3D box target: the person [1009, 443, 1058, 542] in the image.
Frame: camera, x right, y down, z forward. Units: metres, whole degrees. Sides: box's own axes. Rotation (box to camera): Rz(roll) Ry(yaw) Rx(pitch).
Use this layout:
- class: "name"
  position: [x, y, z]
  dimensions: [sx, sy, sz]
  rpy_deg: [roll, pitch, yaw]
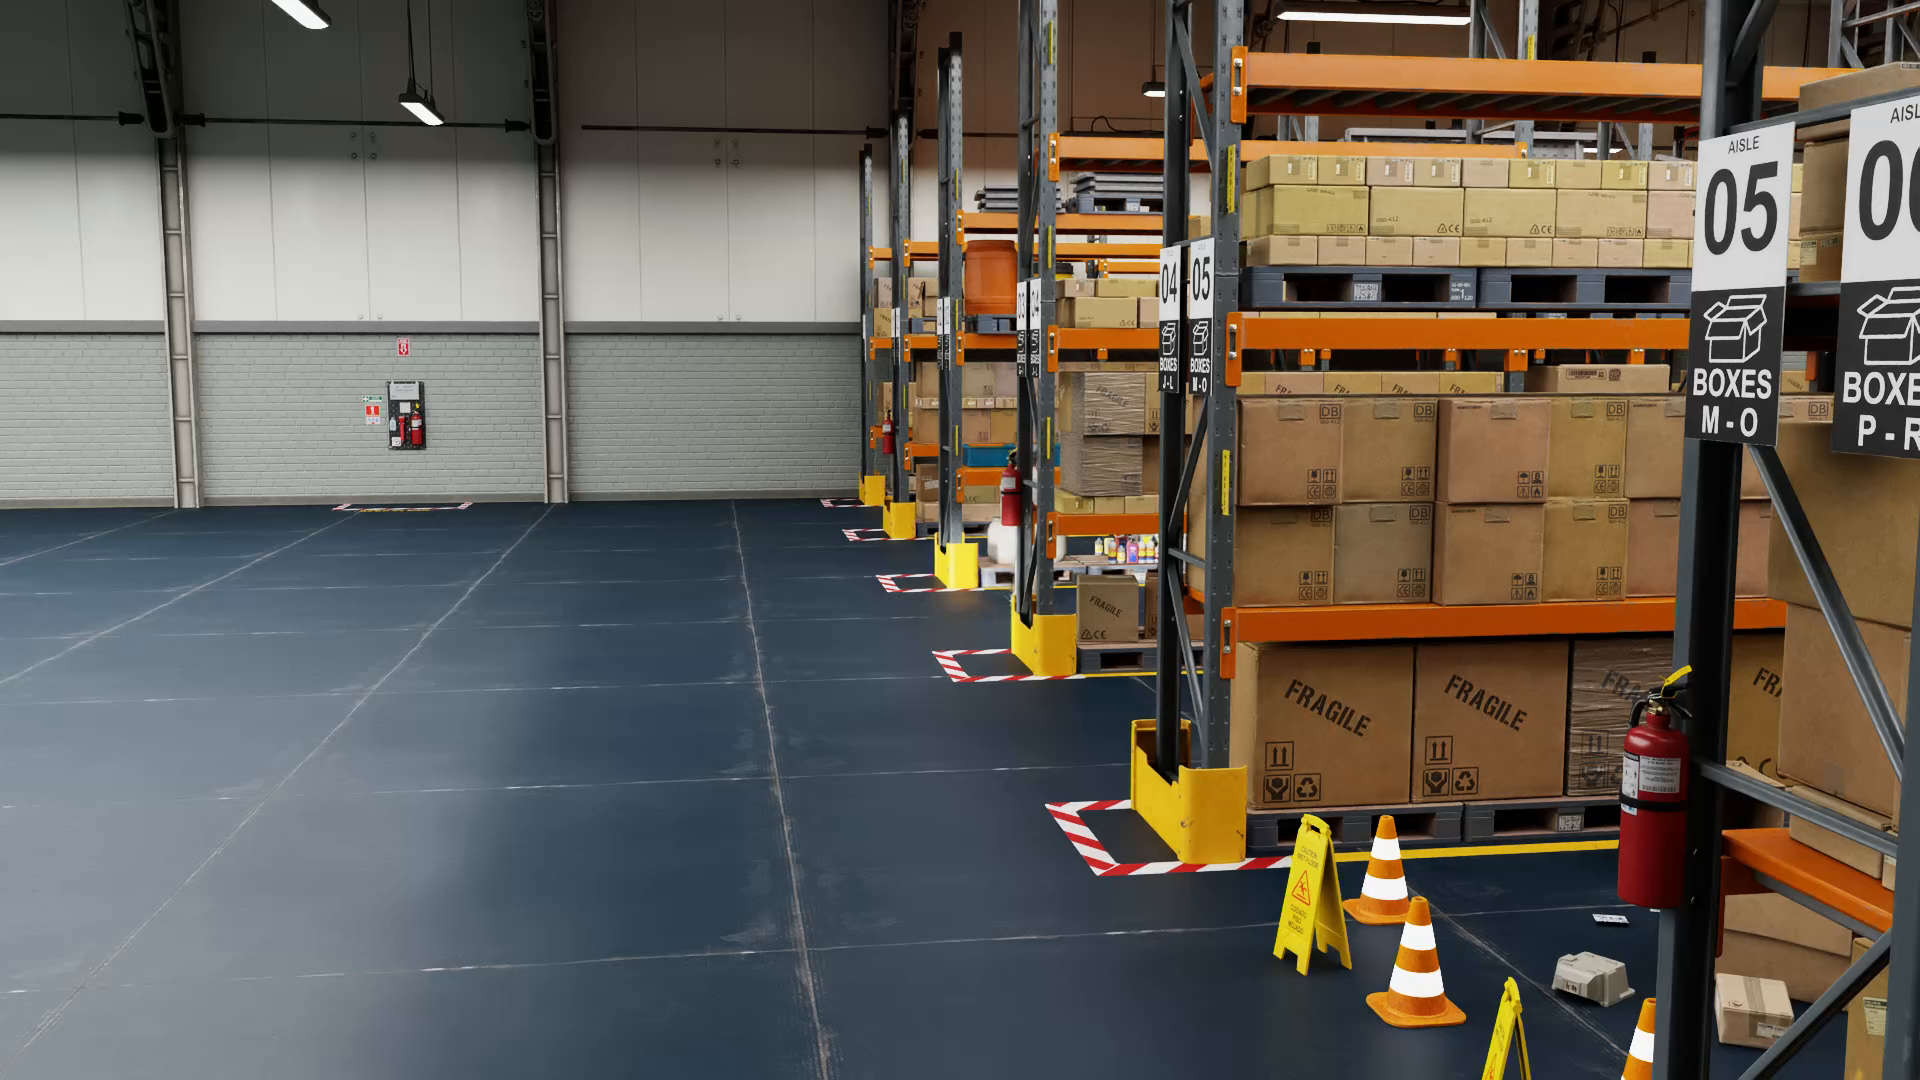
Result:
- class: "person"
  position: [0.777, -0.145, 16.984]
  dimensions: [0.526, 1.685, 0.522]
  rpy_deg: [3, 7, 21]
